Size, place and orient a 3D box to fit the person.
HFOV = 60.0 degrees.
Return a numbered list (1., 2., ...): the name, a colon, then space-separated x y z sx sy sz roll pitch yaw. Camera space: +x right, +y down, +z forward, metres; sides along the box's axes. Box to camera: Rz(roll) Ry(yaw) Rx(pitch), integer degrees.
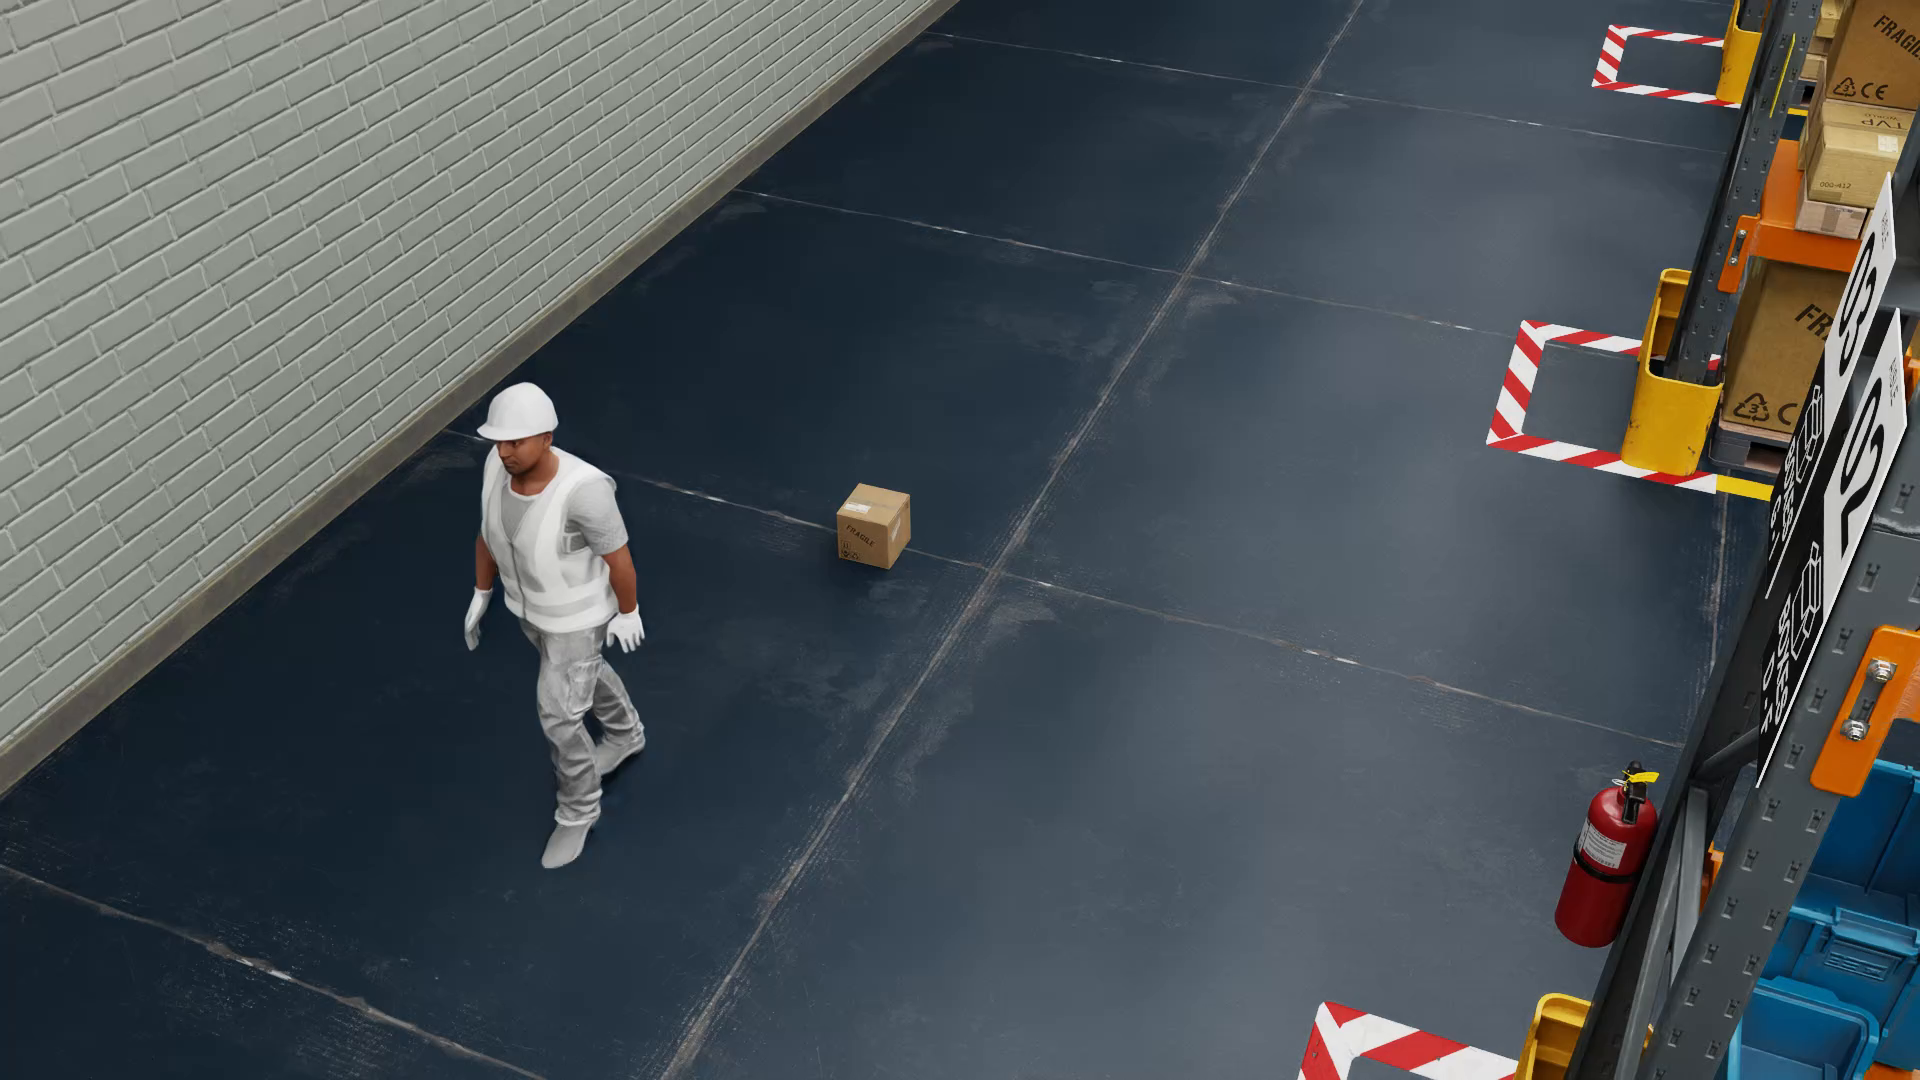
1. person: -1.424 0.277 5.783 0.565 1.835 0.666 25 44 29
